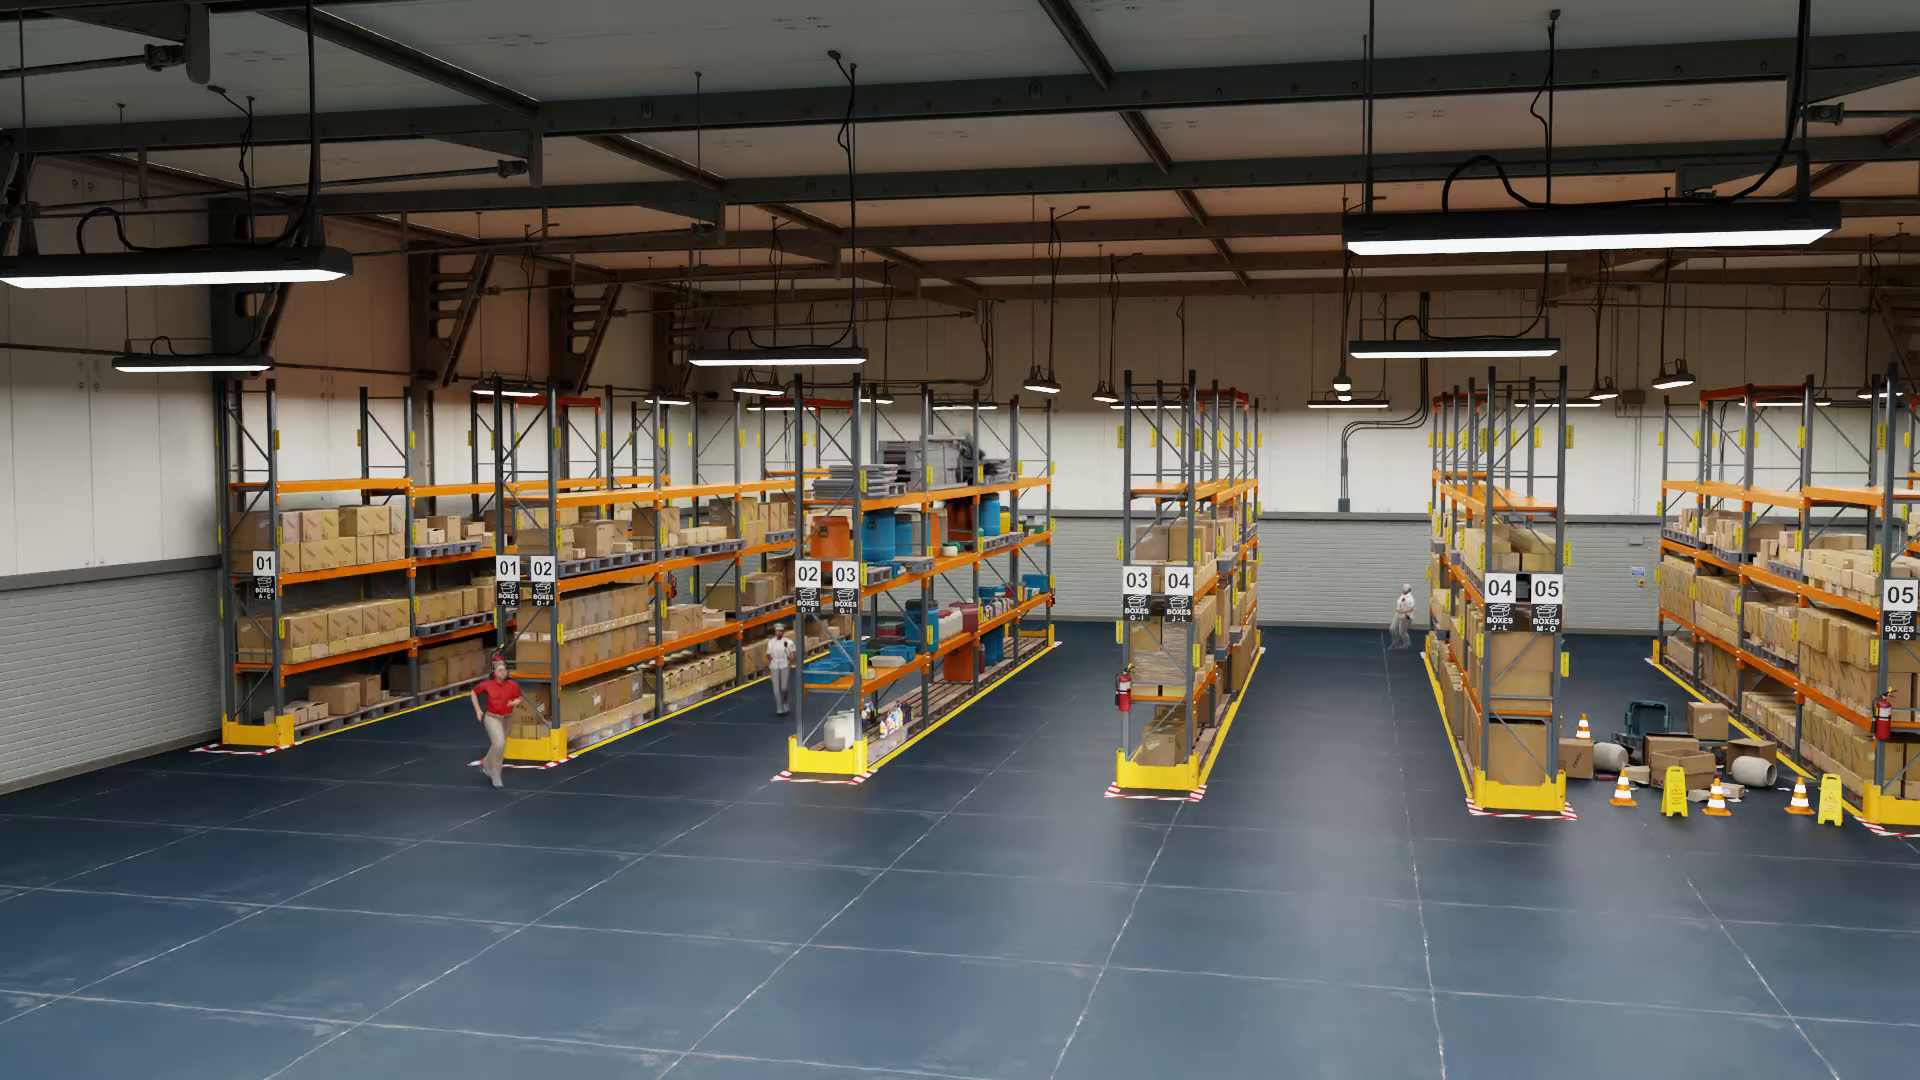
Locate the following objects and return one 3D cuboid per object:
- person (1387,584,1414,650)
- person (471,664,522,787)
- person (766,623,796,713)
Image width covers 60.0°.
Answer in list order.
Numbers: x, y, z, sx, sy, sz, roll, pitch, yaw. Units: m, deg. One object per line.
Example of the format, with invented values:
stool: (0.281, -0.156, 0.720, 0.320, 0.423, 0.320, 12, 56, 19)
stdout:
person: (10.548, 1.852, 39.497, 0.572, 1.656, 0.776, -1, 4, -16)
person: (-6.756, 2.684, 24.348, 0.735, 1.771, 0.648, 3, 5, 44)
person: (-3.275, 2.345, 30.275, 0.563, 1.663, 0.572, 0, 3, 3)
